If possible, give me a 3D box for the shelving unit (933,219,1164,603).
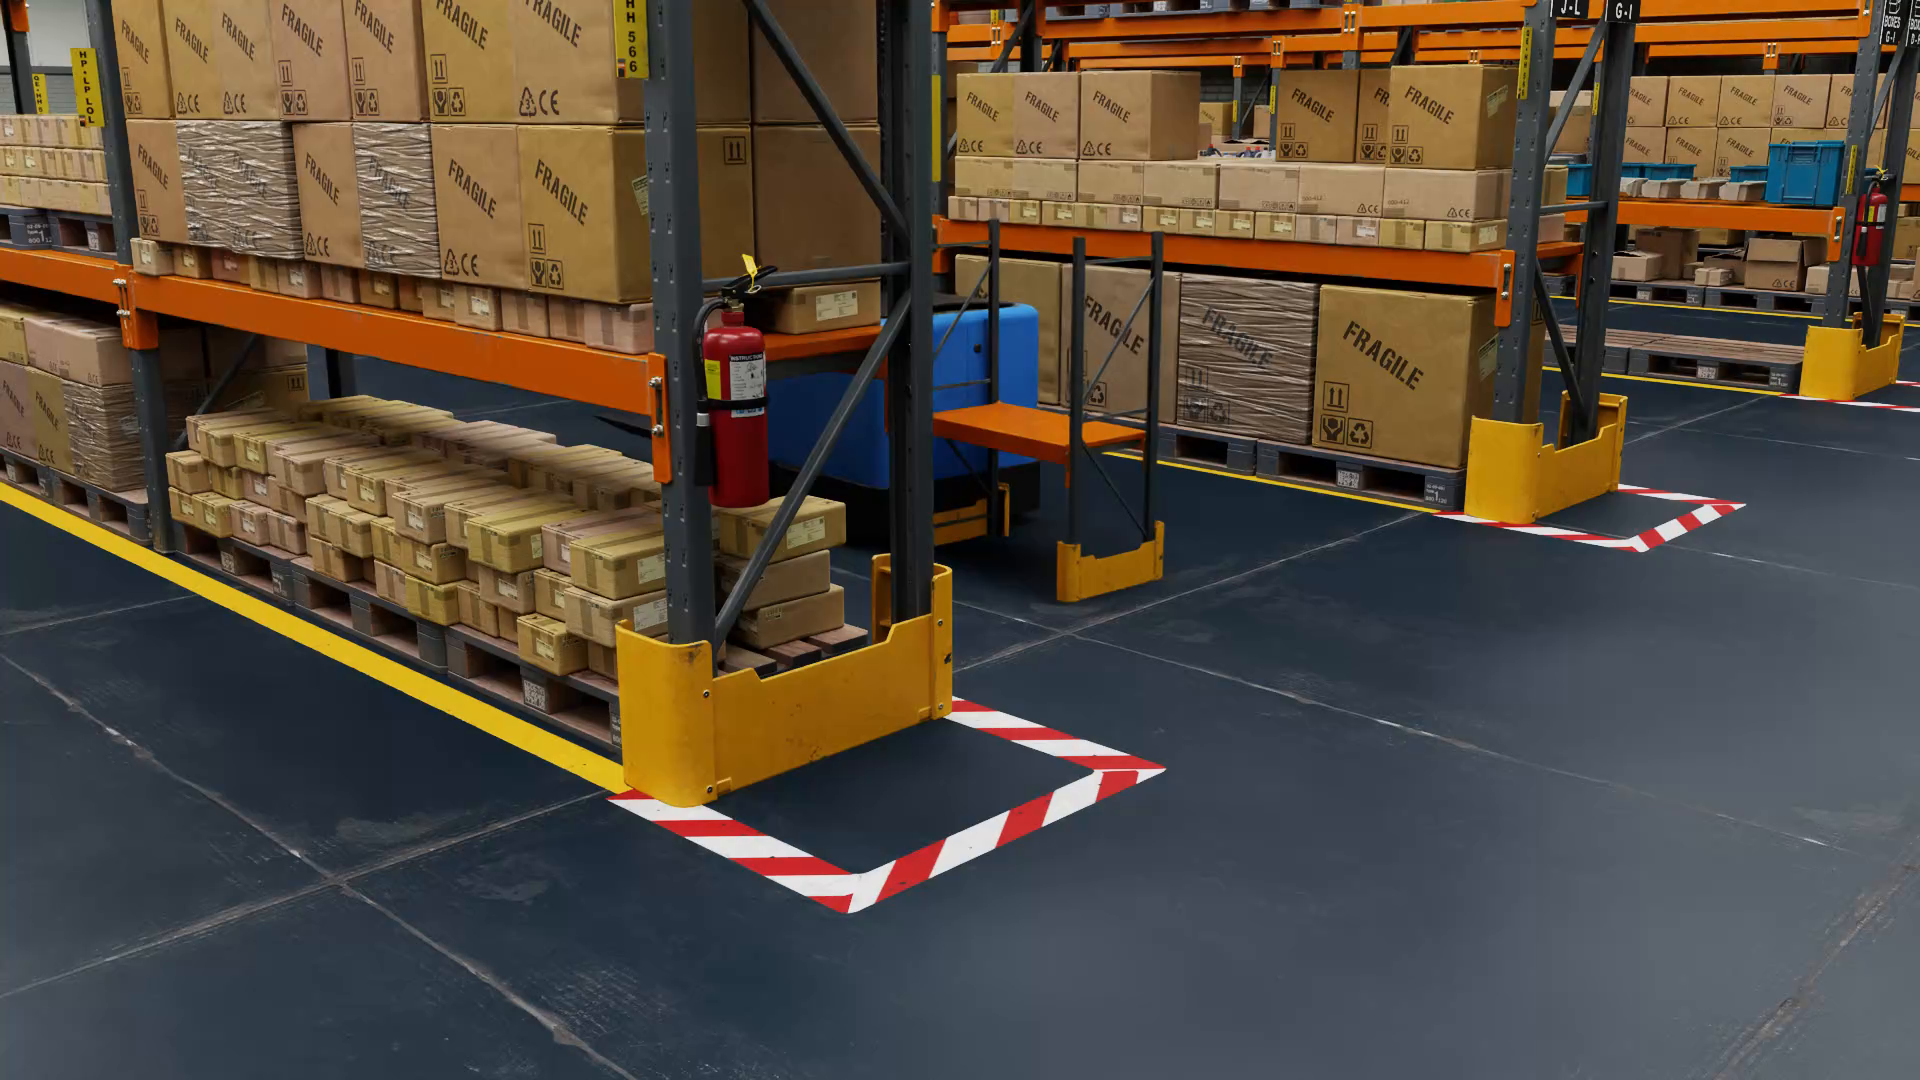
[{"bbox_3d":[0.321,-0.612,7.305,0.587,1.500,1.083,-12,19,-39],"label":"shelving unit"}]

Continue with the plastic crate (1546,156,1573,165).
[{"bbox_3d":[4.571,-2.931,13.346,0.530,0.282,0.437,14,20,42],"label":"plastic crate"}]

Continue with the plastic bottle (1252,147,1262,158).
[{"bbox_3d":[2.678,-3.396,15.113,0.185,0.351,0.144,14,20,42],"label":"plastic bottle"}]

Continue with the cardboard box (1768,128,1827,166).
[{"bbox_3d":[8.315,-3.802,16.376,0.500,0.500,0.500,13,20,41],"label":"cardboard box"}]

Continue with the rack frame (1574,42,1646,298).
[{"bbox_3d":[7.040,-4.158,17.941,0.127,3.000,1.000,14,20,42],"label":"rack frame"}]

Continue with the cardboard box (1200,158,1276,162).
[{"bbox_3d":[1.766,-2.134,9.879,0.500,0.250,0.500,13,20,41],"label":"cardboard box"}]

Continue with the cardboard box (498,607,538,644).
[{"bbox_3d":[-1.384,0.256,5.823,0.250,0.149,0.380,14,20,42],"label":"cardboard box"}]

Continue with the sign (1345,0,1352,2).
[{"bbox_3d":[3.216,-4.616,13.731,0.005,0.325,0.100,14,20,42],"label":"sign"}]

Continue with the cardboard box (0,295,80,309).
[{"bbox_3d":[-5.193,-1.192,9.196,0.500,0.250,0.500,14,20,43],"label":"cardboard box"}]

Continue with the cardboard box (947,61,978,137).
[{"bbox_3d":[-0.304,-3.005,11.326,0.637,0.503,0.797,13,19,41],"label":"cardboard box"}]

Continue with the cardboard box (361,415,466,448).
[{"bbox_3d":[-2.389,-0.435,7.294,0.380,0.149,0.250,-14,20,-42],"label":"cardboard box"}]

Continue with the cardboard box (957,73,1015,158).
[{"bbox_3d":[0.329,-2.665,10.429,0.500,0.500,0.500,14,20,42],"label":"cardboard box"}]

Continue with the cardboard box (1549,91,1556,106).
[{"bbox_3d":[8.132,-6.102,23.089,0.500,0.250,0.500,13,20,41],"label":"cardboard box"}]

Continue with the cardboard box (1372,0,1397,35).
[{"bbox_3d":[5.240,-6.107,19.275,0.500,0.500,0.910,14,20,42],"label":"cardboard box"}]

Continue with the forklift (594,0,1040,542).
[{"bbox_3d":[-0.944,-1.716,8.705,1.130,2.935,3.031,-12,19,-39],"label":"forklift"}]

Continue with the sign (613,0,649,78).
[{"bbox_3d":[-0.874,-1.394,4.409,0.005,0.325,0.100,14,20,42],"label":"sign"}]

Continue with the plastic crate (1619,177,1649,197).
[{"bbox_3d":[5.124,-2.717,12.814,0.250,0.136,0.298,14,20,42],"label":"plastic crate"}]

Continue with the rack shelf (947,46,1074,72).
[{"bbox_3d":[-0.159,-7.011,24.370,4.000,0.370,1.077,14,20,42],"label":"rack shelf"}]

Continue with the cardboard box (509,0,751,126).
[{"bbox_3d":[-0.976,-1.489,4.926,0.500,0.500,0.500,13,20,41],"label":"cardboard box"}]

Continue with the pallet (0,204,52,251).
[{"bbox_3d":[-4.780,-1.746,9.065,1.213,0.211,1.003,14,20,42],"label":"pallet"}]

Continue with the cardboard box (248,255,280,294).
[{"bbox_3d":[-2.584,-1.074,6.603,0.380,0.149,0.250,-14,20,-43],"label":"cardboard box"}]

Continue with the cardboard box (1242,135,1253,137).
[{"bbox_3d":[4.527,-6.516,27.249,0.500,0.250,0.500,14,20,43],"label":"cardboard box"}]

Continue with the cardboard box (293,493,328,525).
[{"bbox_3d":[-2.496,-0.160,6.827,0.380,0.149,0.250,-13,20,-42],"label":"cardboard box"}]

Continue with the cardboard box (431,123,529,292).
[{"bbox_3d":[-1.344,-1.093,5.390,0.500,0.500,0.500,13,20,41],"label":"cardboard box"}]

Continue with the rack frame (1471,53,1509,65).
[{"bbox_3d":[7.596,-5.758,24.081,0.127,3.000,1.000,14,20,42],"label":"rack frame"}]

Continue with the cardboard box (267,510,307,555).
[{"bbox_3d":[-2.691,-0.063,7.048,0.250,0.149,0.380,13,20,41],"label":"cardboard box"}]

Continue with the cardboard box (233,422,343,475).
[{"bbox_3d":[-2.876,-0.397,7.149,0.250,0.149,0.380,13,20,41],"label":"cardboard box"}]

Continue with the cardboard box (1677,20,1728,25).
[{"bbox_3d":[7.576,-5.319,16.744,0.500,0.250,0.500,14,20,42],"label":"cardboard box"}]

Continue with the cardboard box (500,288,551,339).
[{"bbox_3d":[-1.249,-0.754,5.373,0.250,0.149,0.380,13,20,42],"label":"cardboard box"}]

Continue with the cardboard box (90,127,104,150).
[{"bbox_3d":[-3.778,-1.882,7.692,0.380,0.149,0.250,-13,20,-42],"label":"cardboard box"}]

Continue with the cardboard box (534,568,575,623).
[{"bbox_3d":[-1.203,0.158,5.606,0.250,0.149,0.380,13,19,41],"label":"cardboard box"}]

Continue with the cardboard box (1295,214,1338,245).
[{"bbox_3d":[2.008,-1.675,8.909,0.250,0.149,0.380,14,20,43],"label":"cardboard box"}]

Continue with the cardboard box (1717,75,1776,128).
[{"bbox_3d":[7.926,-4.376,16.598,0.500,0.500,0.500,13,19,41],"label":"cardboard box"}]

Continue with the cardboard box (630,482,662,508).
[{"bbox_3d":[-0.990,-0.136,6.148,0.250,0.149,0.380,14,20,42],"label":"cardboard box"}]

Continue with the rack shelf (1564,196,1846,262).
[{"bbox_3d":[5.039,-2.561,13.240,4.000,0.370,1.077,14,20,42],"label":"rack shelf"}]

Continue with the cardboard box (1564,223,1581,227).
[{"bbox_3d":[6.861,-3.290,18.695,0.500,0.500,0.500,13,19,40],"label":"cardboard box"}]

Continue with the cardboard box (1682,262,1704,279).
[{"bbox_3d":[7.959,-2.888,17.850,0.250,0.149,0.380,14,20,42],"label":"cardboard box"}]

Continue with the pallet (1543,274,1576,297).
[{"bbox_3d":[6.428,-2.944,18.812,1.213,0.211,1.003,14,20,42],"label":"pallet"}]

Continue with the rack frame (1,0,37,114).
[{"bbox_3d":[-6.233,-2.178,10.342,0.127,3.000,1.000,14,20,42],"label":"rack frame"}]

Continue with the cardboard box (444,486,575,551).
[{"bbox_3d":[-1.589,-0.070,5.891,0.250,0.149,0.380,13,19,40],"label":"cardboard box"}]

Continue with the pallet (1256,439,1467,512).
[{"bbox_3d":[2.411,-0.437,9.190,1.213,0.211,1.003,14,20,42],"label":"pallet"}]

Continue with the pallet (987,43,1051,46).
[{"bbox_3d":[0.649,-7.111,23.502,1.213,0.211,1.003,14,20,42],"label":"pallet"}]

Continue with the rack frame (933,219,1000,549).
[{"bbox_3d":[-0.016,-0.711,7.685,0.500,1.500,0.032,-12,19,-39],"label":"rack frame"}]

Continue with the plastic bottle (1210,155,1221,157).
[{"bbox_3d":[2.368,-3.386,15.222,0.135,0.276,0.152,14,20,42],"label":"plastic bottle"}]

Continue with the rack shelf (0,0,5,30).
[{"bbox_3d":[-7.673,-3.631,11.398,4.000,0.370,1.077,14,20,42],"label":"rack shelf"}]

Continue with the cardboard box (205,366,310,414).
[{"bbox_3d":[-3.702,-0.649,8.598,0.500,0.500,0.500,-14,20,-42],"label":"cardboard box"}]

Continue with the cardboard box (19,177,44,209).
[{"bbox_3d":[-4.527,-1.774,8.457,0.250,0.149,0.380,13,19,40],"label":"cardboard box"}]

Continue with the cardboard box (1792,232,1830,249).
[{"bbox_3d":[10.943,-3.902,21.083,0.500,0.500,0.700,14,20,43],"label":"cardboard box"}]

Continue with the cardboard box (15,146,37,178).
[{"bbox_3d":[-4.531,-1.920,8.427,0.250,0.149,0.380,12,19,39],"label":"cardboard box"}]

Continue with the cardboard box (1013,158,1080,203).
[{"bbox_3d":[0.673,-2.214,10.188,0.500,0.250,0.500,14,20,42],"label":"cardboard box"}]

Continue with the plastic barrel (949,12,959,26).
[{"bbox_3d":[-0.191,-5.916,17.889,0.708,0.830,0.600,14,20,42],"label":"plastic barrel"}]

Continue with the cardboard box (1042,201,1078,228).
[{"bbox_3d":[0.713,-1.989,10.115,0.250,0.149,0.380,13,19,41],"label":"cardboard box"}]

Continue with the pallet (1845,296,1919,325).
[{"bbox_3d":[9.290,-2.261,16.192,1.213,0.211,1.003,14,20,42],"label":"pallet"}]

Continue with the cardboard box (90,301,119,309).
[{"bbox_3d":[-4.452,-1.194,9.205,0.500,0.250,0.500,-14,20,-42],"label":"cardboard box"}]
